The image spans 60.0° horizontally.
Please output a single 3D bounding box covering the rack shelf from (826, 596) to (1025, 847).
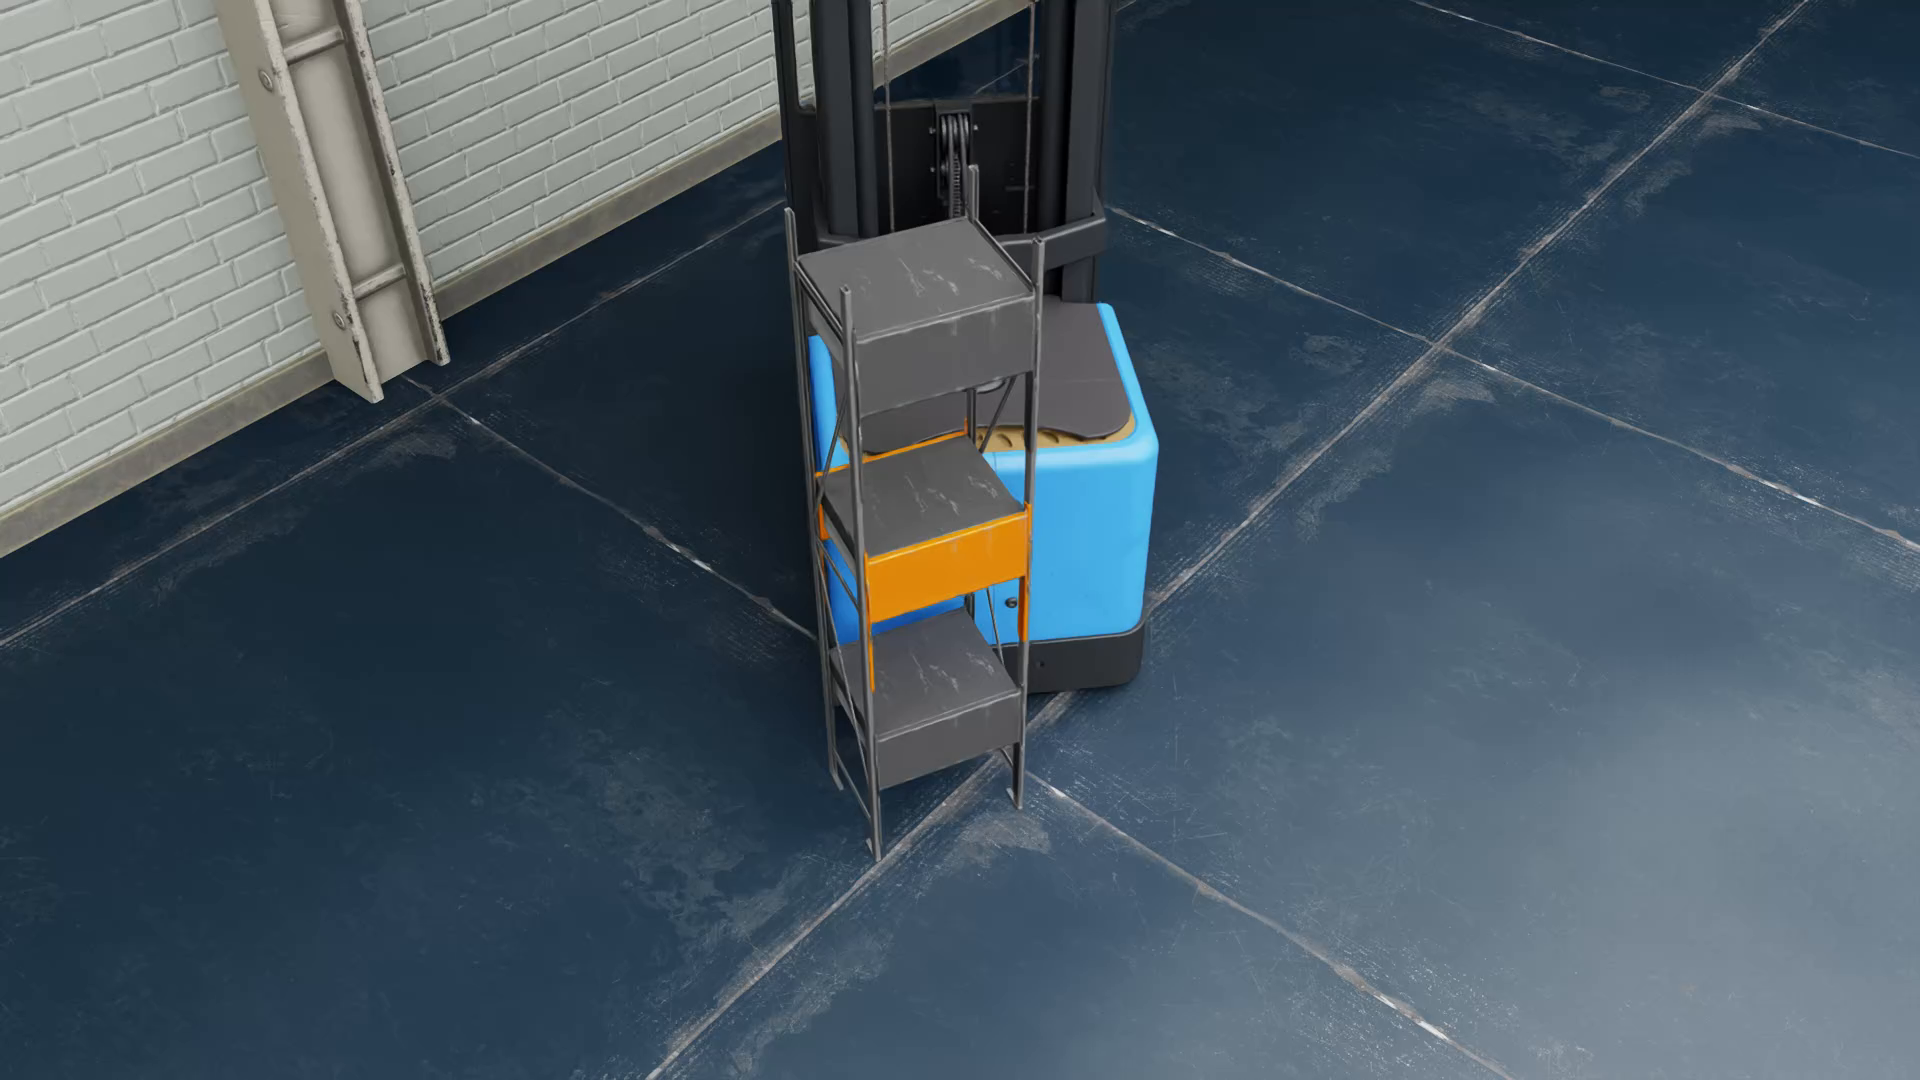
[{"bbox_3d":[-0.113,0.558,5.136,0.480,0.518,0.431,-17,45,-18],"label":"rack shelf"}]

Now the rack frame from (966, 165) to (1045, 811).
[{"bbox_3d":[0.109,-0.038,4.731,0.015,2.100,0.400,-17,45,-18],"label":"rack frame"}]

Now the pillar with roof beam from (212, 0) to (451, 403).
[{"bbox_3d":[0.882,-2.196,1.976,9.100,9.000,0.400,29,50,28],"label":"pillar with roof beam"}]

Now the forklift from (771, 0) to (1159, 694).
[{"bbox_3d":[-0.082,-1.516,5.739,1.130,2.935,3.031,-5,43,-5],"label":"forklift"}]

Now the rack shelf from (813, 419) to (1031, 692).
[{"bbox_3d":[-0.113,0.041,4.665,0.480,0.518,0.431,-17,45,-18],"label":"rack shelf"}]

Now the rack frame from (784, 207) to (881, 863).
[{"bbox_3d":[-0.335,0.099,4.581,0.015,2.100,0.400,-17,45,-18],"label":"rack frame"}]

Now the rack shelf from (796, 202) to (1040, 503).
[{"bbox_3d":[-0.113,-0.477,4.194,0.480,0.518,0.431,-17,45,-18],"label":"rack shelf"}]

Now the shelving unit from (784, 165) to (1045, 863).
[{"bbox_3d":[-0.113,0.030,4.656,0.503,2.100,0.431,-17,45,-18],"label":"shelving unit"}]
